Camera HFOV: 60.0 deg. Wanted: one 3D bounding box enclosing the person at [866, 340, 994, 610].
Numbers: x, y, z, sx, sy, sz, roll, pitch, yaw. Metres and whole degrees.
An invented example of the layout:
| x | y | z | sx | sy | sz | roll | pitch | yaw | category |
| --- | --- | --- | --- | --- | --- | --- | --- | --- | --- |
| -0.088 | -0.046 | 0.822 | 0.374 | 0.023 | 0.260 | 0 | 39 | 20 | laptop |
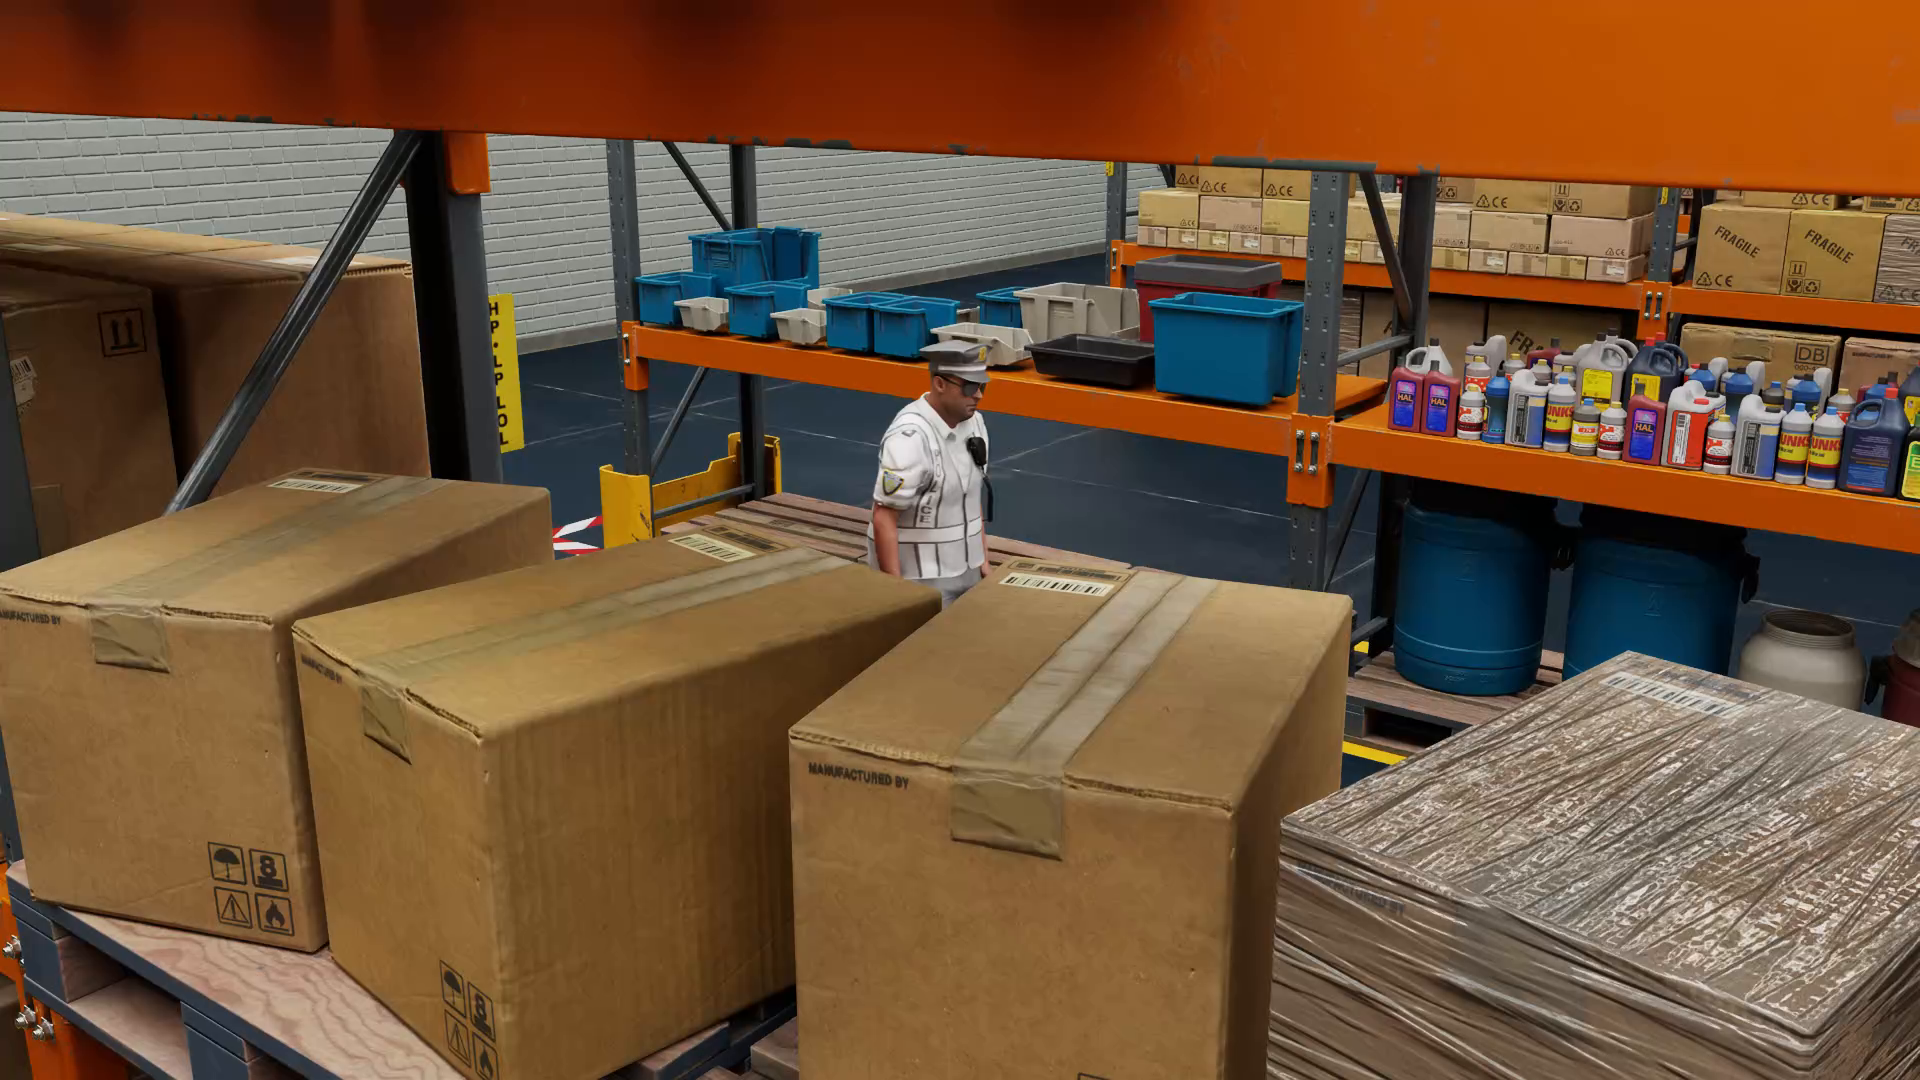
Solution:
| x | y | z | sx | sy | sz | roll | pitch | yaw | category |
| --- | --- | --- | --- | --- | --- | --- | --- | --- | --- |
| -0.094 | 0.132 | 6.075 | 0.439 | 1.747 | 0.585 | 12 | 20 | 35 | person |
